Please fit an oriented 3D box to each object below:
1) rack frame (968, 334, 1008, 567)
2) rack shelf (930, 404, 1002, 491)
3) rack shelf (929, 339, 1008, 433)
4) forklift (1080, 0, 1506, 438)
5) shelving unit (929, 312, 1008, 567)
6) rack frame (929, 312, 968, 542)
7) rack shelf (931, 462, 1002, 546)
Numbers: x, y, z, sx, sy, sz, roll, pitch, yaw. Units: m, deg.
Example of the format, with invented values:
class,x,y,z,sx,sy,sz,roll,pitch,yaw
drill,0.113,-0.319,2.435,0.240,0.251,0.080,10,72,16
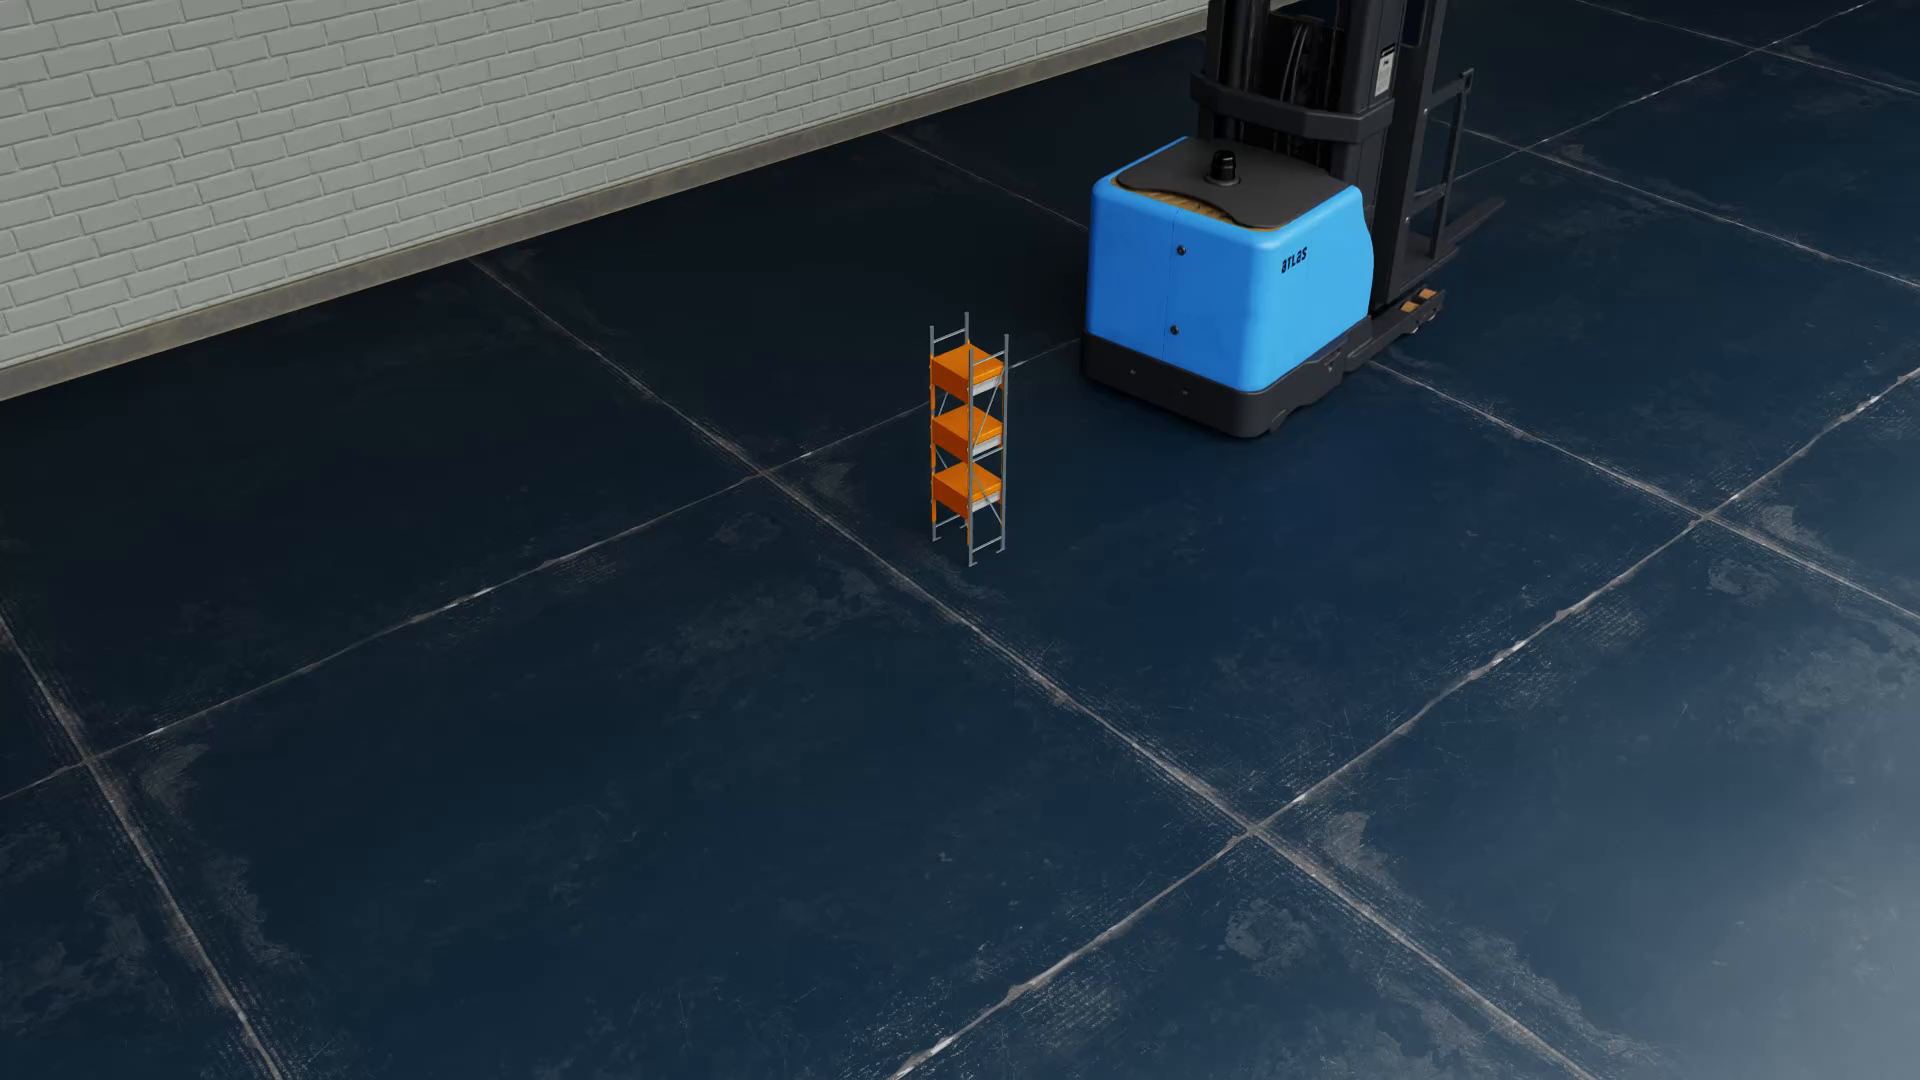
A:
class,x,y,z,sx,sy,sz,roll,pitch,yaw
rack frame,0.113,-0.351,6.837,0.200,1.050,0.008,-26,43,-32
rack shelf,0.035,-0.396,6.919,0.215,0.259,0.240,-26,43,-32
rack shelf,0.035,-0.628,6.755,0.215,0.259,0.240,-26,43,-32
forklift,1.936,-2.455,8.180,1.130,2.935,3.031,26,43,32
shelving unit,0.035,-0.405,6.913,0.215,1.050,0.252,-26,43,-32
rack frame,-0.044,-0.459,6.989,0.200,1.050,0.008,-26,43,-32
rack shelf,0.035,-0.169,7.080,0.215,0.259,0.240,-26,43,-32
